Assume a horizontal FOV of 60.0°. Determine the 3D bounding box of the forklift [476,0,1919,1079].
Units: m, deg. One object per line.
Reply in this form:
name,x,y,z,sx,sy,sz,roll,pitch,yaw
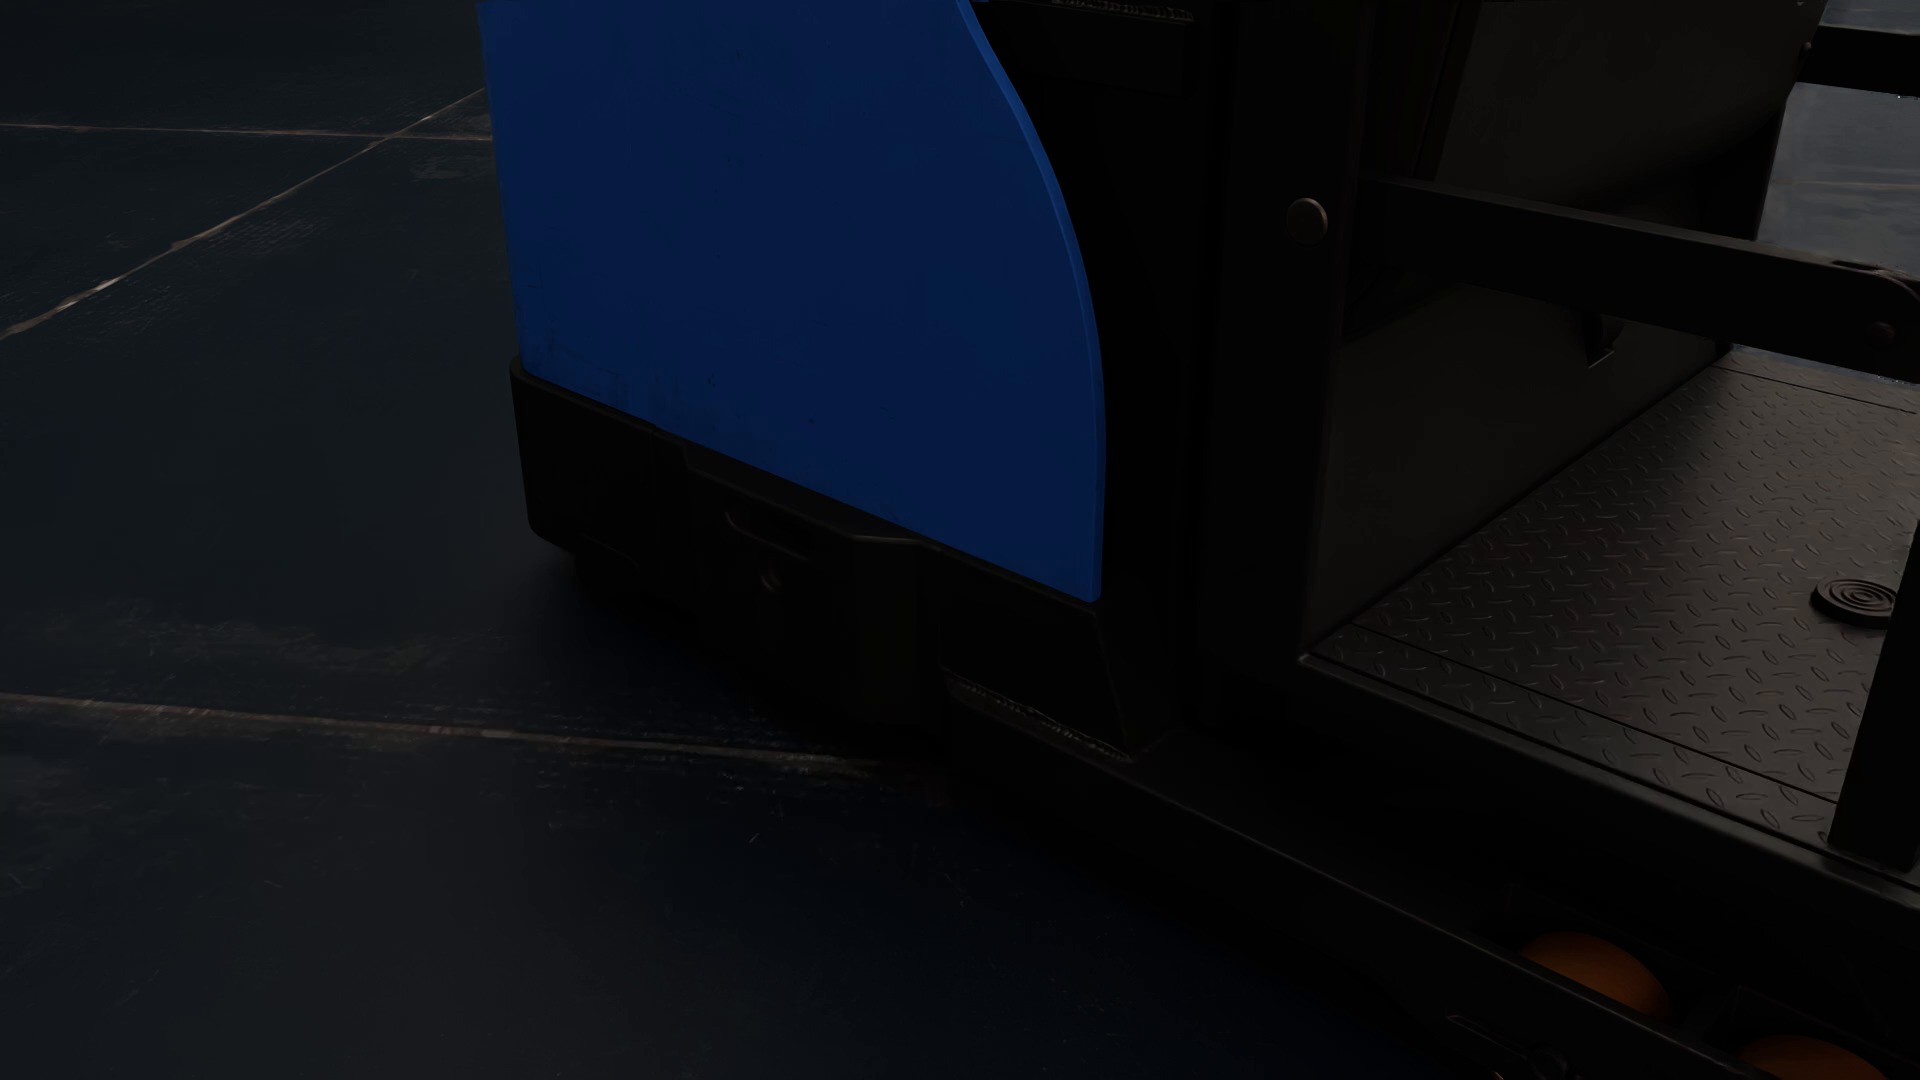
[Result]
forklift,0.810,-1.002,1.226,3.031,2.935,1.130,22,34,37
